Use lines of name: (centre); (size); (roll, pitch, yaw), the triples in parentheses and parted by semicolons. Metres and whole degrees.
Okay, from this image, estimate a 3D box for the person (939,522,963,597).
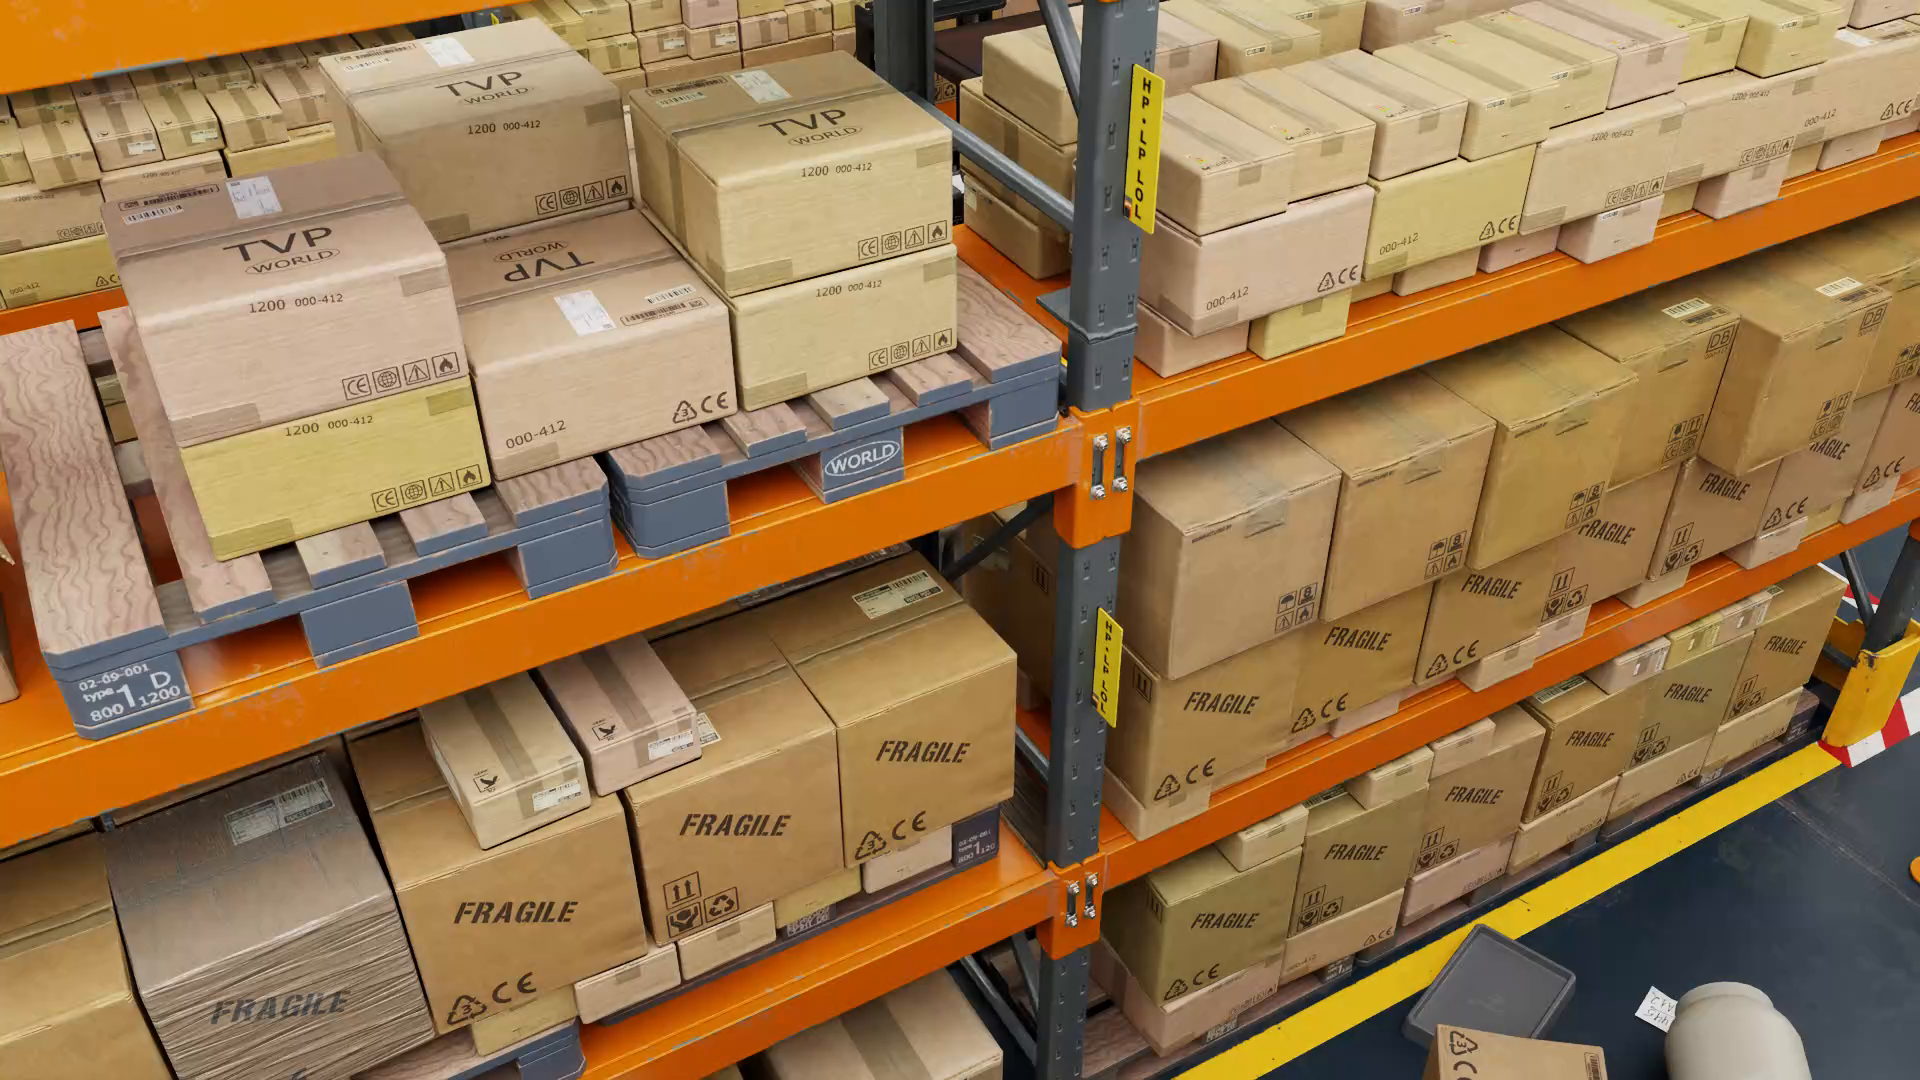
person: (-0.075, -0.028, 6.690); (0.549, 1.654, 0.549); (-28, 45, -32)
